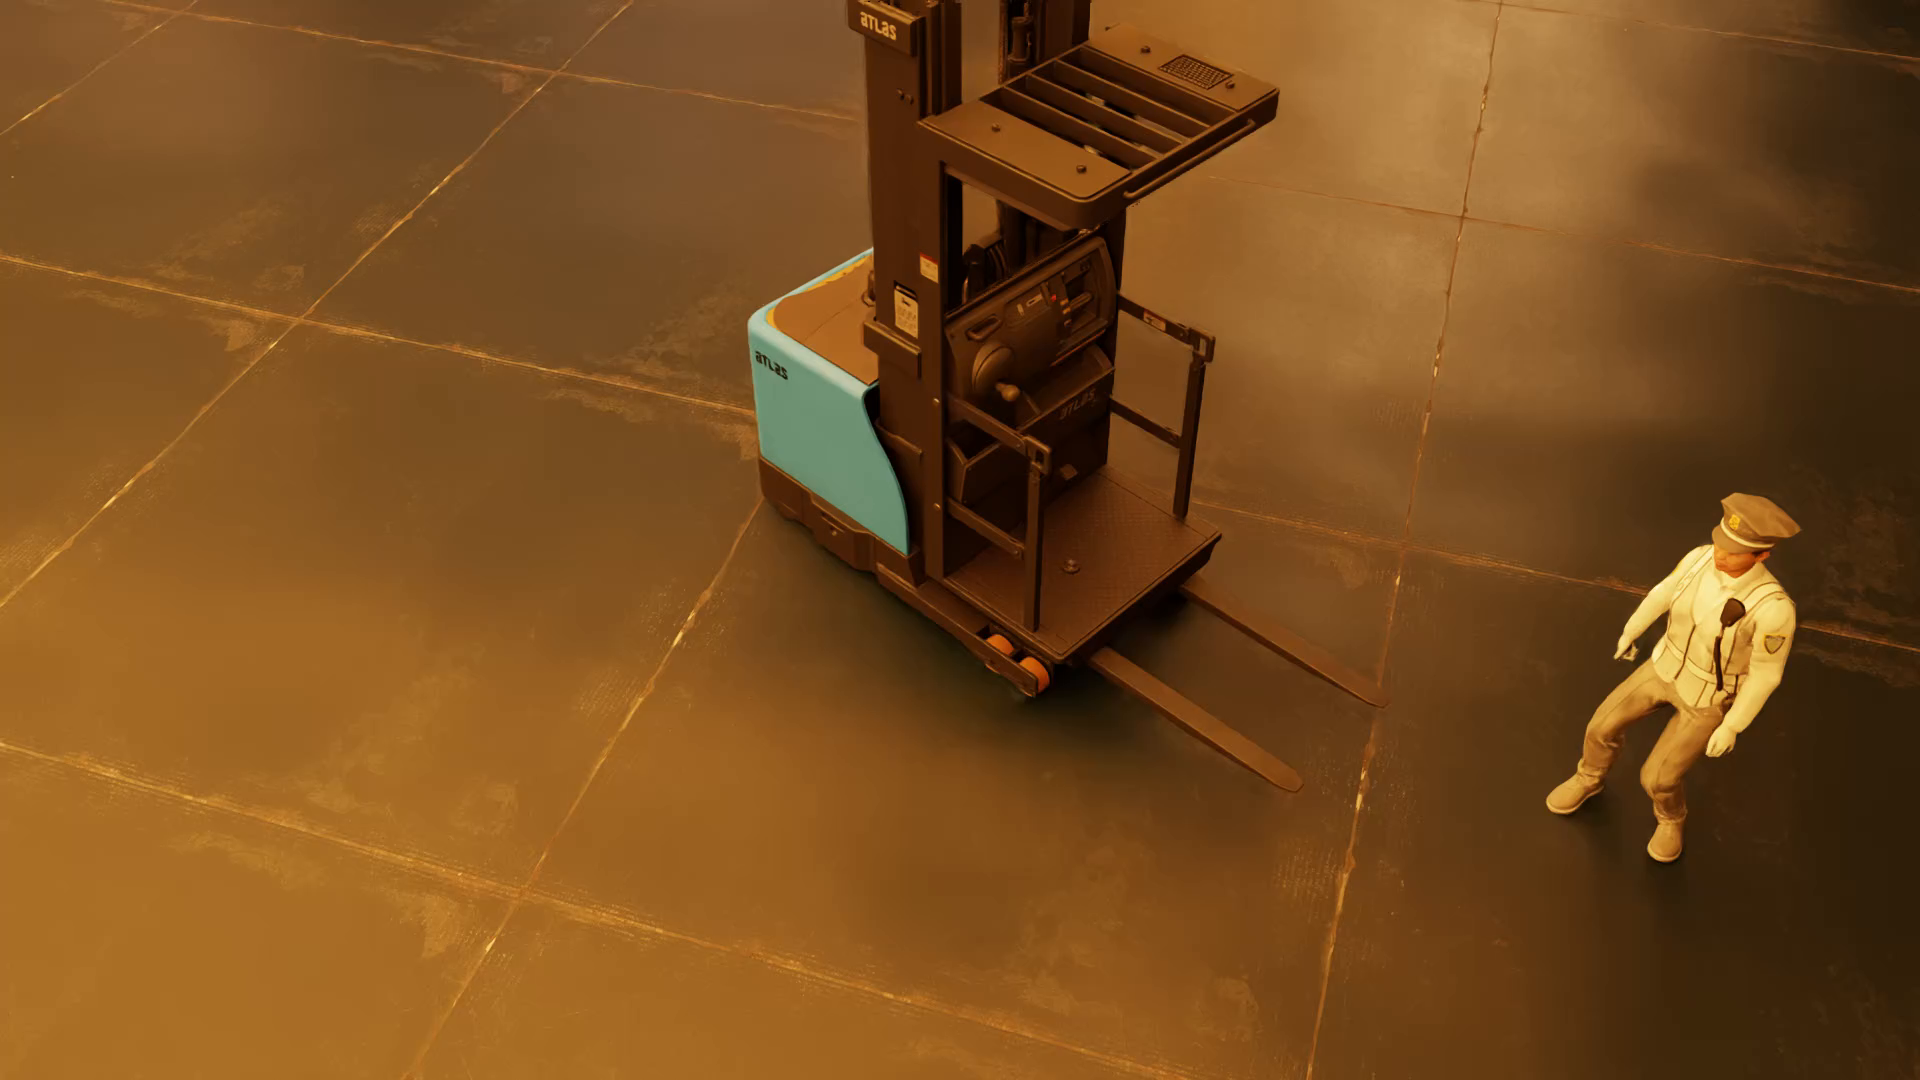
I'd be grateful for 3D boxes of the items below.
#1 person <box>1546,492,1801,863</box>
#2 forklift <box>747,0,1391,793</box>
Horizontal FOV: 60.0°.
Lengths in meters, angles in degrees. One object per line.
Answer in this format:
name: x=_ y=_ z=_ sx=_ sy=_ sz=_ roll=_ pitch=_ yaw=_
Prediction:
person: x=2.625 y=0.518 z=6.098 sx=0.452 sy=1.641 sz=0.640 roll=-17 pitch=45 yaw=-17
forklift: x=0.448 y=-0.810 z=6.560 sx=3.031 sy=2.935 sz=1.130 roll=33 pitch=52 yaw=31
